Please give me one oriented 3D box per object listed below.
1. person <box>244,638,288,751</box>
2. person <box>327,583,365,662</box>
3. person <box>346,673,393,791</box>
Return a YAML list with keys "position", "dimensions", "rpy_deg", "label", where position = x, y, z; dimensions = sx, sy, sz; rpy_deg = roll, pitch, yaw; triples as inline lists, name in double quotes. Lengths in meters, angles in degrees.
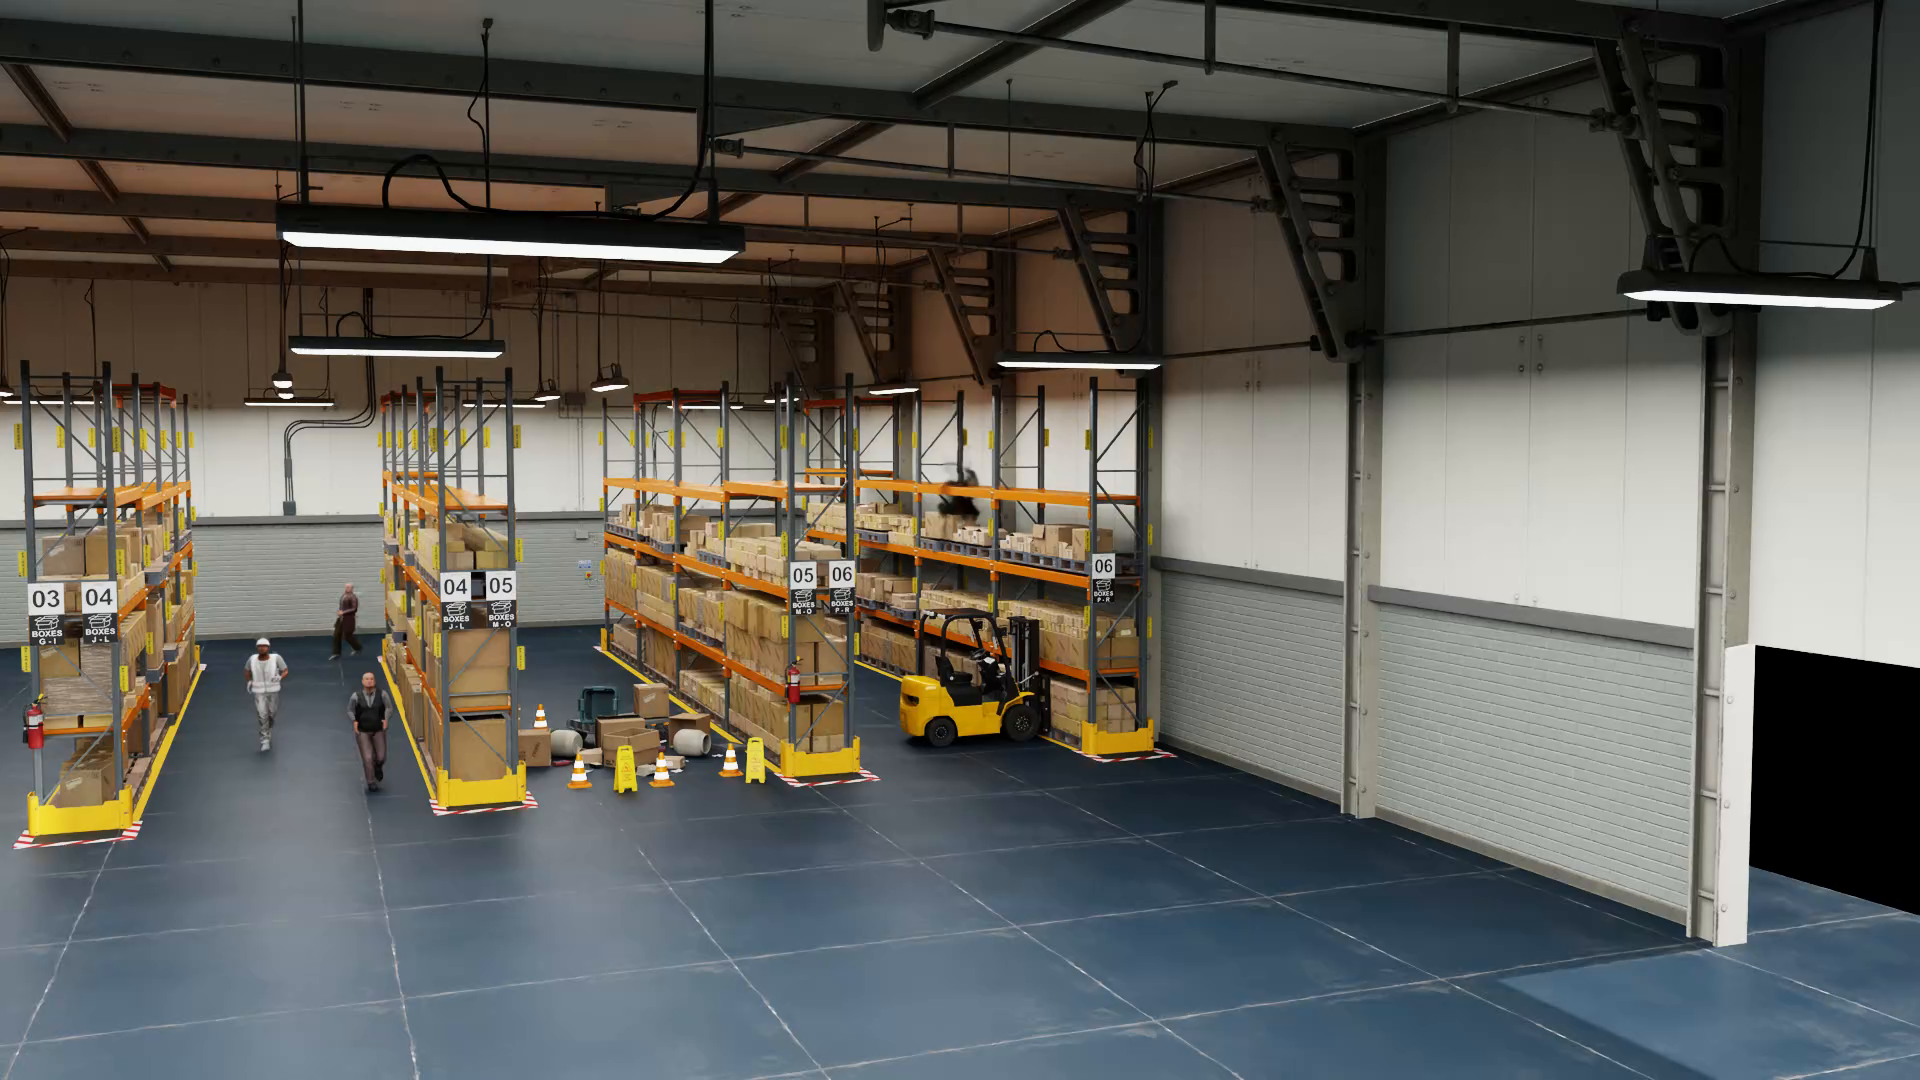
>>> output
- position: [-11.291, 2.485, 27.086]
  dimensions: [0.669, 1.789, 0.901]
  rpy_deg: [-1, 4, -23]
  label: "person"
- position: [-13.915, 1.854, 37.818]
  dimensions: [0.706, 1.780, 0.869]
  rpy_deg: [2, 4, 35]
  label: "person"
- position: [-8.436, 2.730, 23.792]
  dimensions: [0.644, 1.677, 0.580]
  rpy_deg: [-1, 4, -23]
  label: "person"
